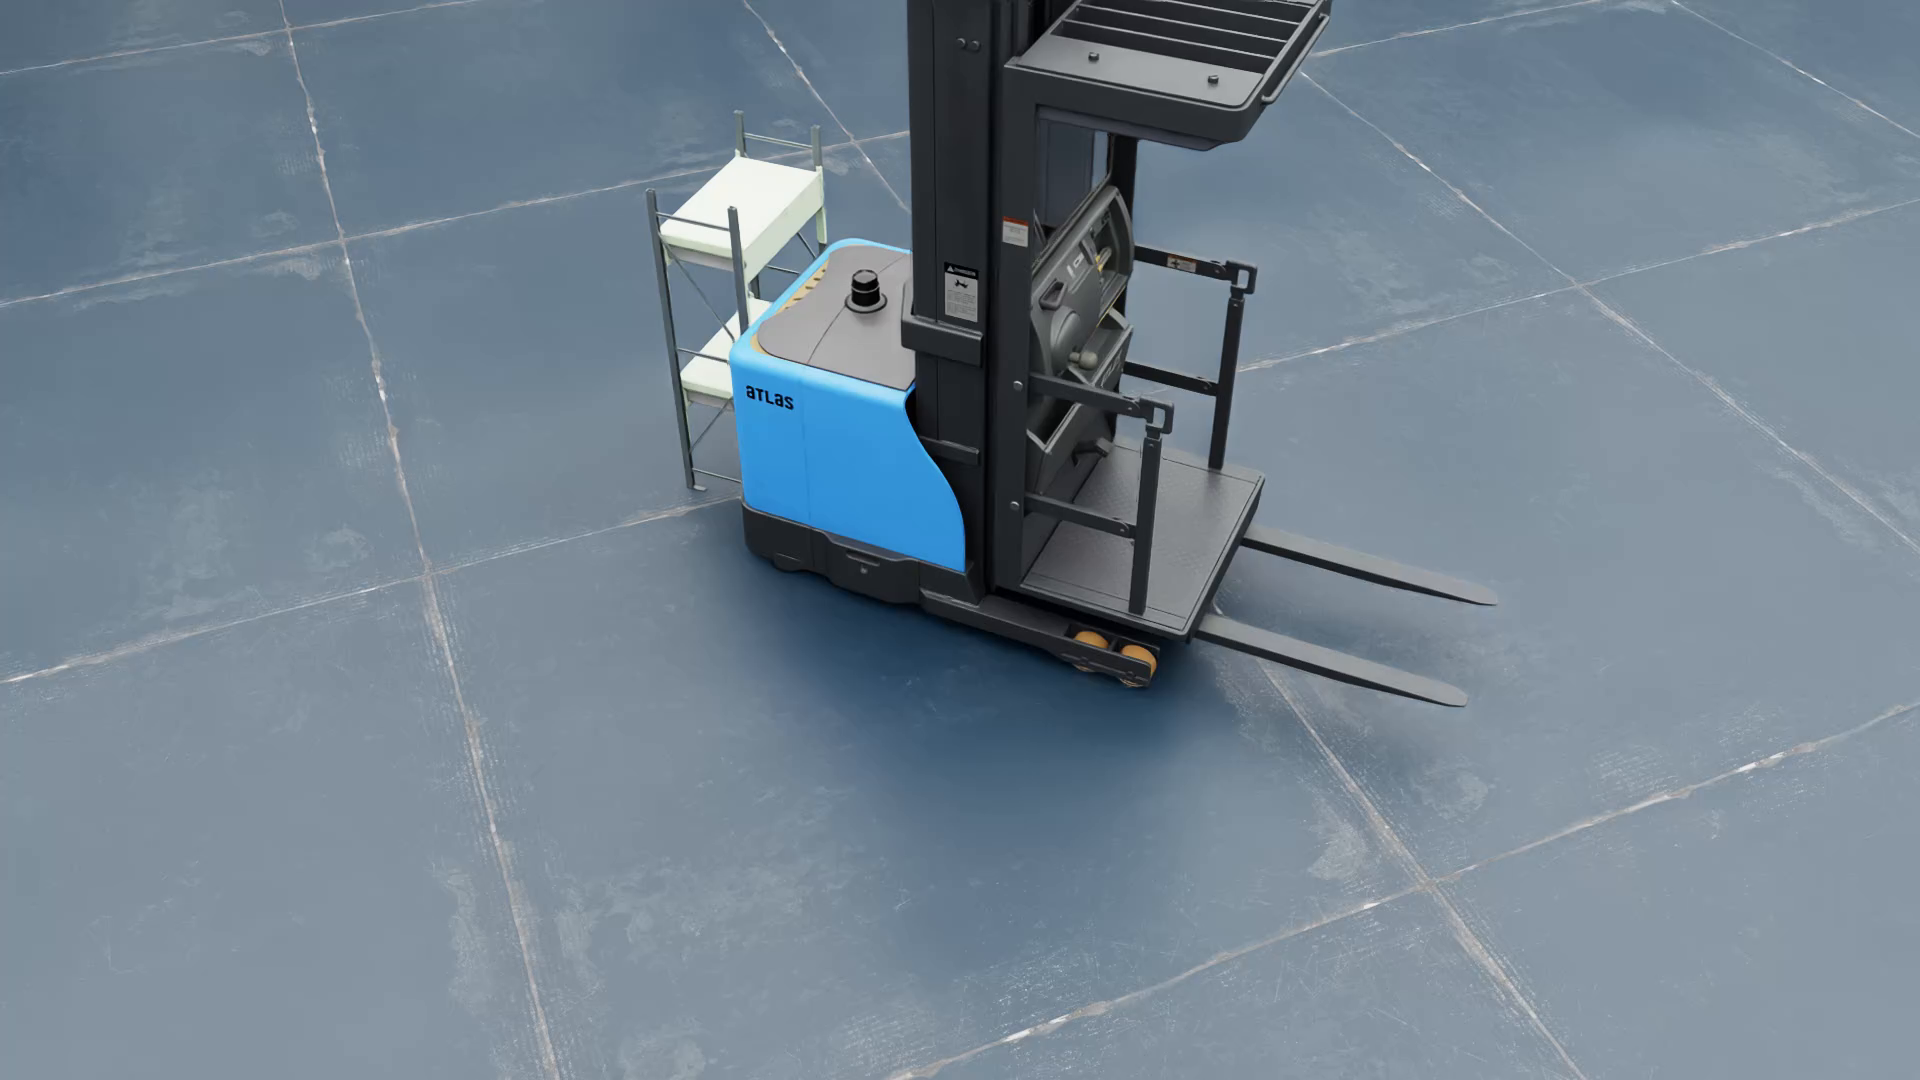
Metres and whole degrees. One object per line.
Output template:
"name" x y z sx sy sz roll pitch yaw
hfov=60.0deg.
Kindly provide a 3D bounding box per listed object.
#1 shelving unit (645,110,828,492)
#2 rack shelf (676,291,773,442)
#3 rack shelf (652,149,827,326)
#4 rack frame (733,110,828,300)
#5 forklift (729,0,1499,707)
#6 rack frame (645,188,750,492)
"shelving unit" -0.910 -0.985 7.244 0.431 1.500 0.755 15 43 17
"rack shelf" -0.909 -0.738 7.456 0.431 0.370 0.720 15 43 17
"rack shelf" -0.912 -1.281 6.990 0.431 0.370 0.720 15 43 17
"rack frame" -0.771 -1.206 7.501 0.400 1.500 0.023 15 43 17
"forklift" 0.640 -0.928 6.081 3.031 2.935 1.130 16 43 18
"rack frame" -1.049 -0.765 6.987 0.400 1.500 0.023 15 43 17
